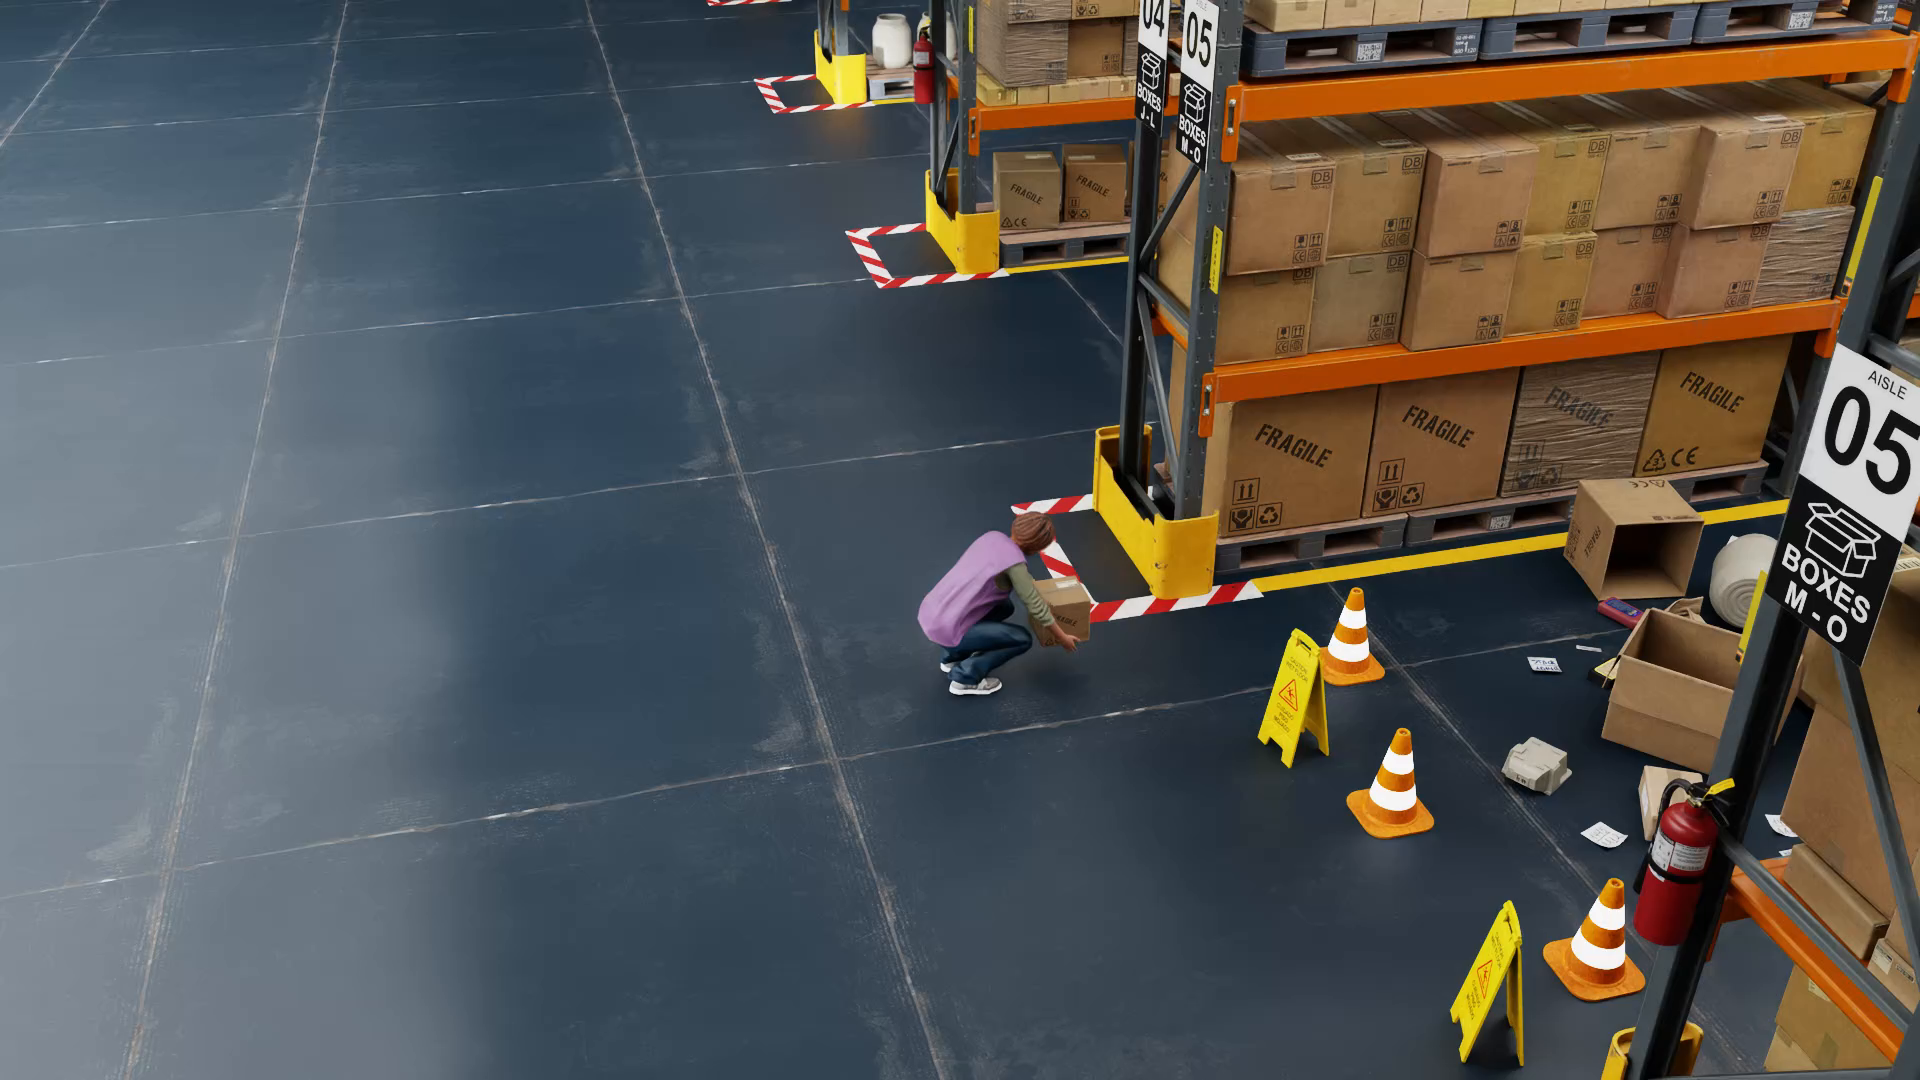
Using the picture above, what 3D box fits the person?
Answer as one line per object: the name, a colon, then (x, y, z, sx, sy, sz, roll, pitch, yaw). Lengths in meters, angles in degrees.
person: (0.188, 0.308, 8.407, 0.825, 0.905, 0.431, -8, 32, -14)
